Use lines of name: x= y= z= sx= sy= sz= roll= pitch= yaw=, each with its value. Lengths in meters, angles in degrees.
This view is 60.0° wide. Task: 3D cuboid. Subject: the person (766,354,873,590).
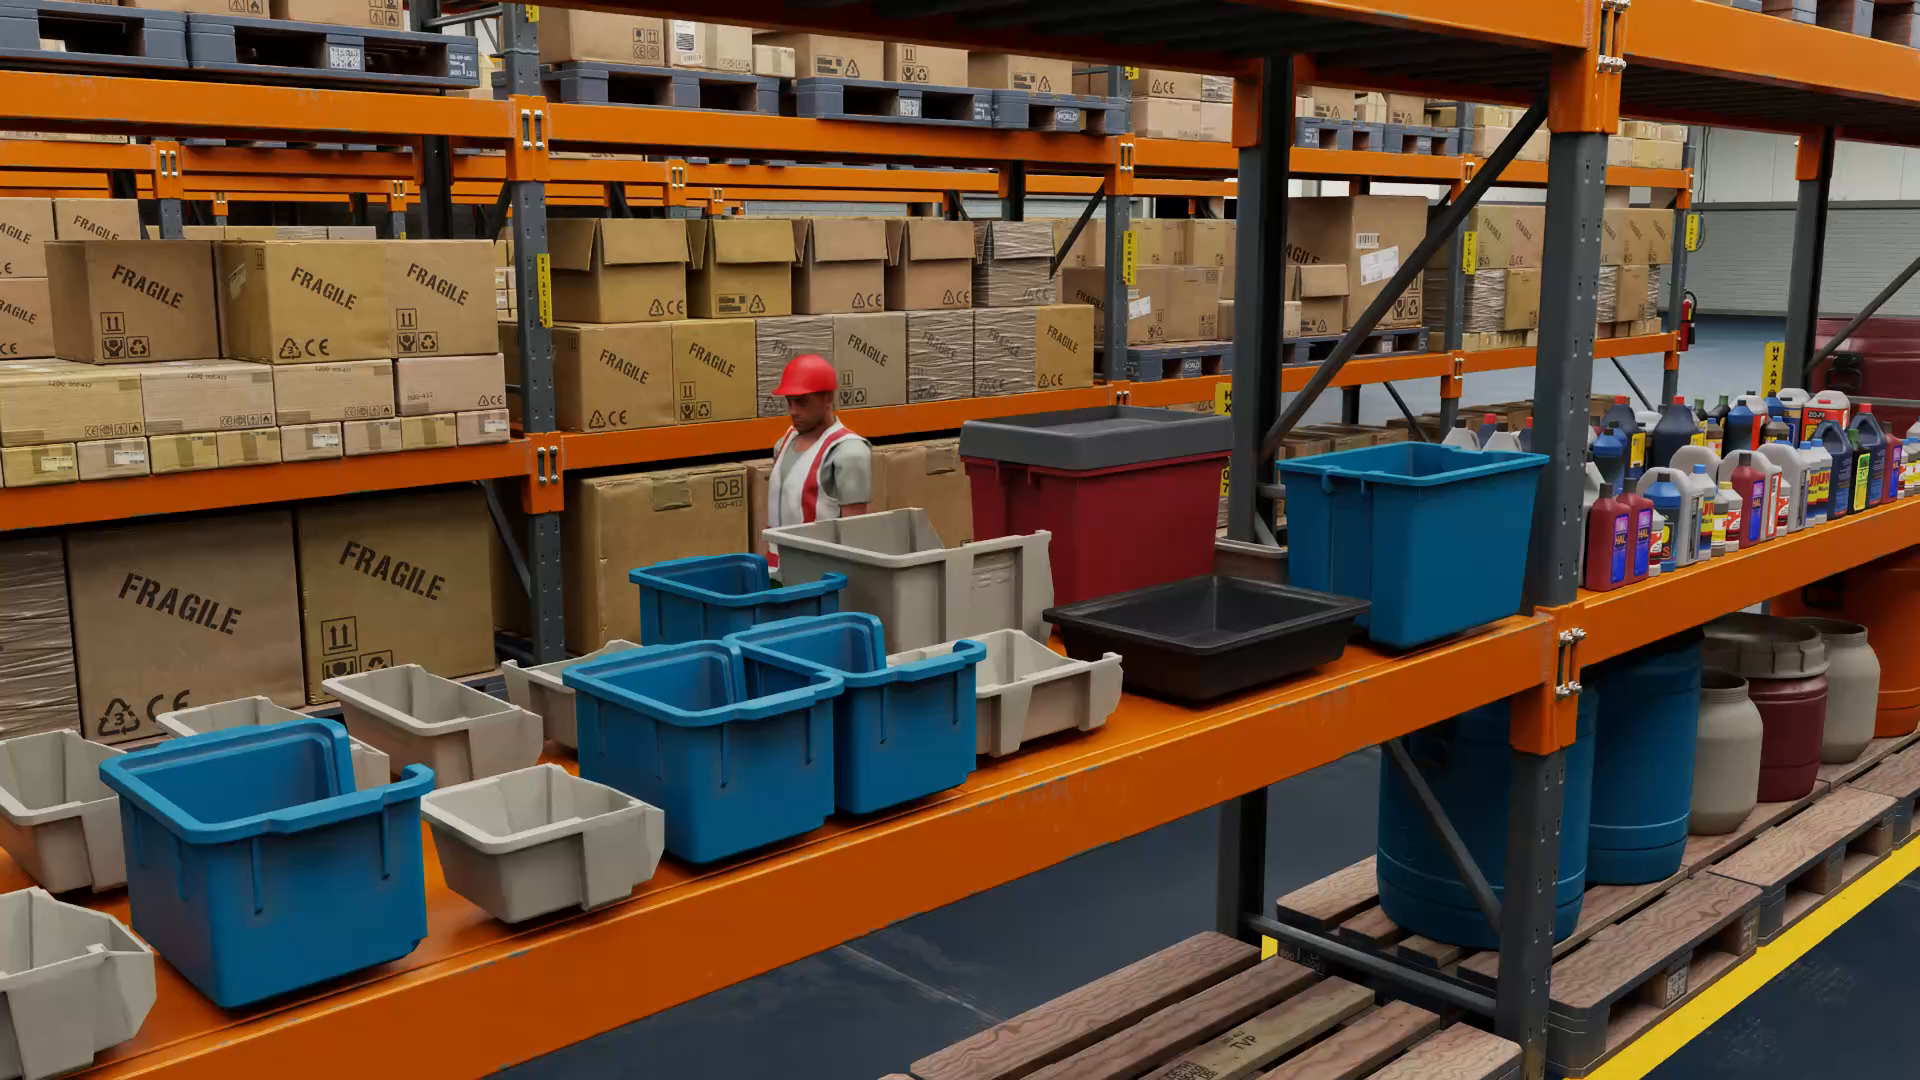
person: x=-0.568 y=0.169 z=6.459 sx=0.351 sy=1.777 sz=0.528 roll=-9 pitch=14 yaw=-42
